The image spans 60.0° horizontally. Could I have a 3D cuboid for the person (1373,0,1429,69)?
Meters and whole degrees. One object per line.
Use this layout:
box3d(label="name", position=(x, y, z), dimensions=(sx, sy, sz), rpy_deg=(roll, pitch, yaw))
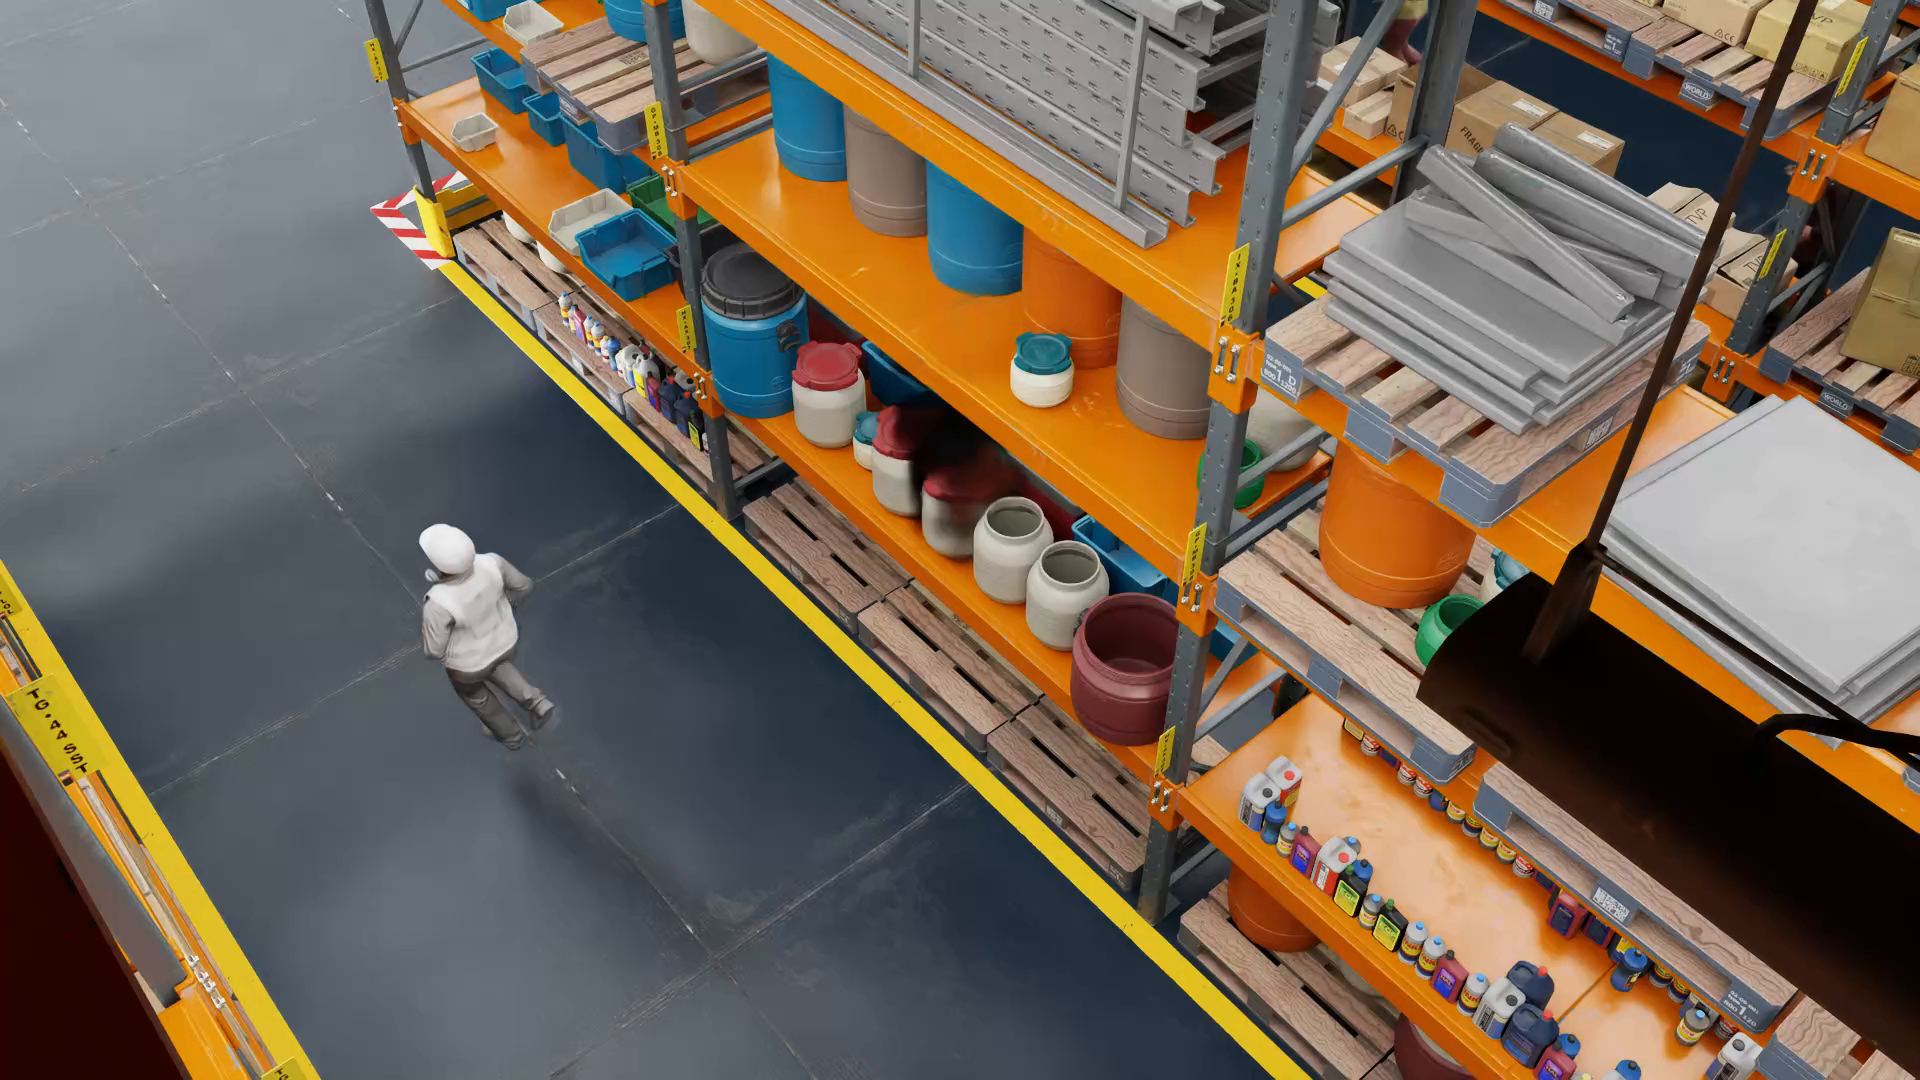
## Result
box3d(label="person", position=(3.790, -4.498, 14.138), dimensions=(0.576, 1.620, 0.570), rpy_deg=(30, 53, 26))

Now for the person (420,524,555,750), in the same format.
box3d(label="person", position=(-2.552, 0.530, 8.892), dimensions=(0.581, 1.730, 0.545), rpy_deg=(28, 53, 24))

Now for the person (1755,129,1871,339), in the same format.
box3d(label="person", position=(6.023, -2.165, 11.807), dimensions=(0.687, 1.770, 0.733), rpy_deg=(-33, 55, -27))
